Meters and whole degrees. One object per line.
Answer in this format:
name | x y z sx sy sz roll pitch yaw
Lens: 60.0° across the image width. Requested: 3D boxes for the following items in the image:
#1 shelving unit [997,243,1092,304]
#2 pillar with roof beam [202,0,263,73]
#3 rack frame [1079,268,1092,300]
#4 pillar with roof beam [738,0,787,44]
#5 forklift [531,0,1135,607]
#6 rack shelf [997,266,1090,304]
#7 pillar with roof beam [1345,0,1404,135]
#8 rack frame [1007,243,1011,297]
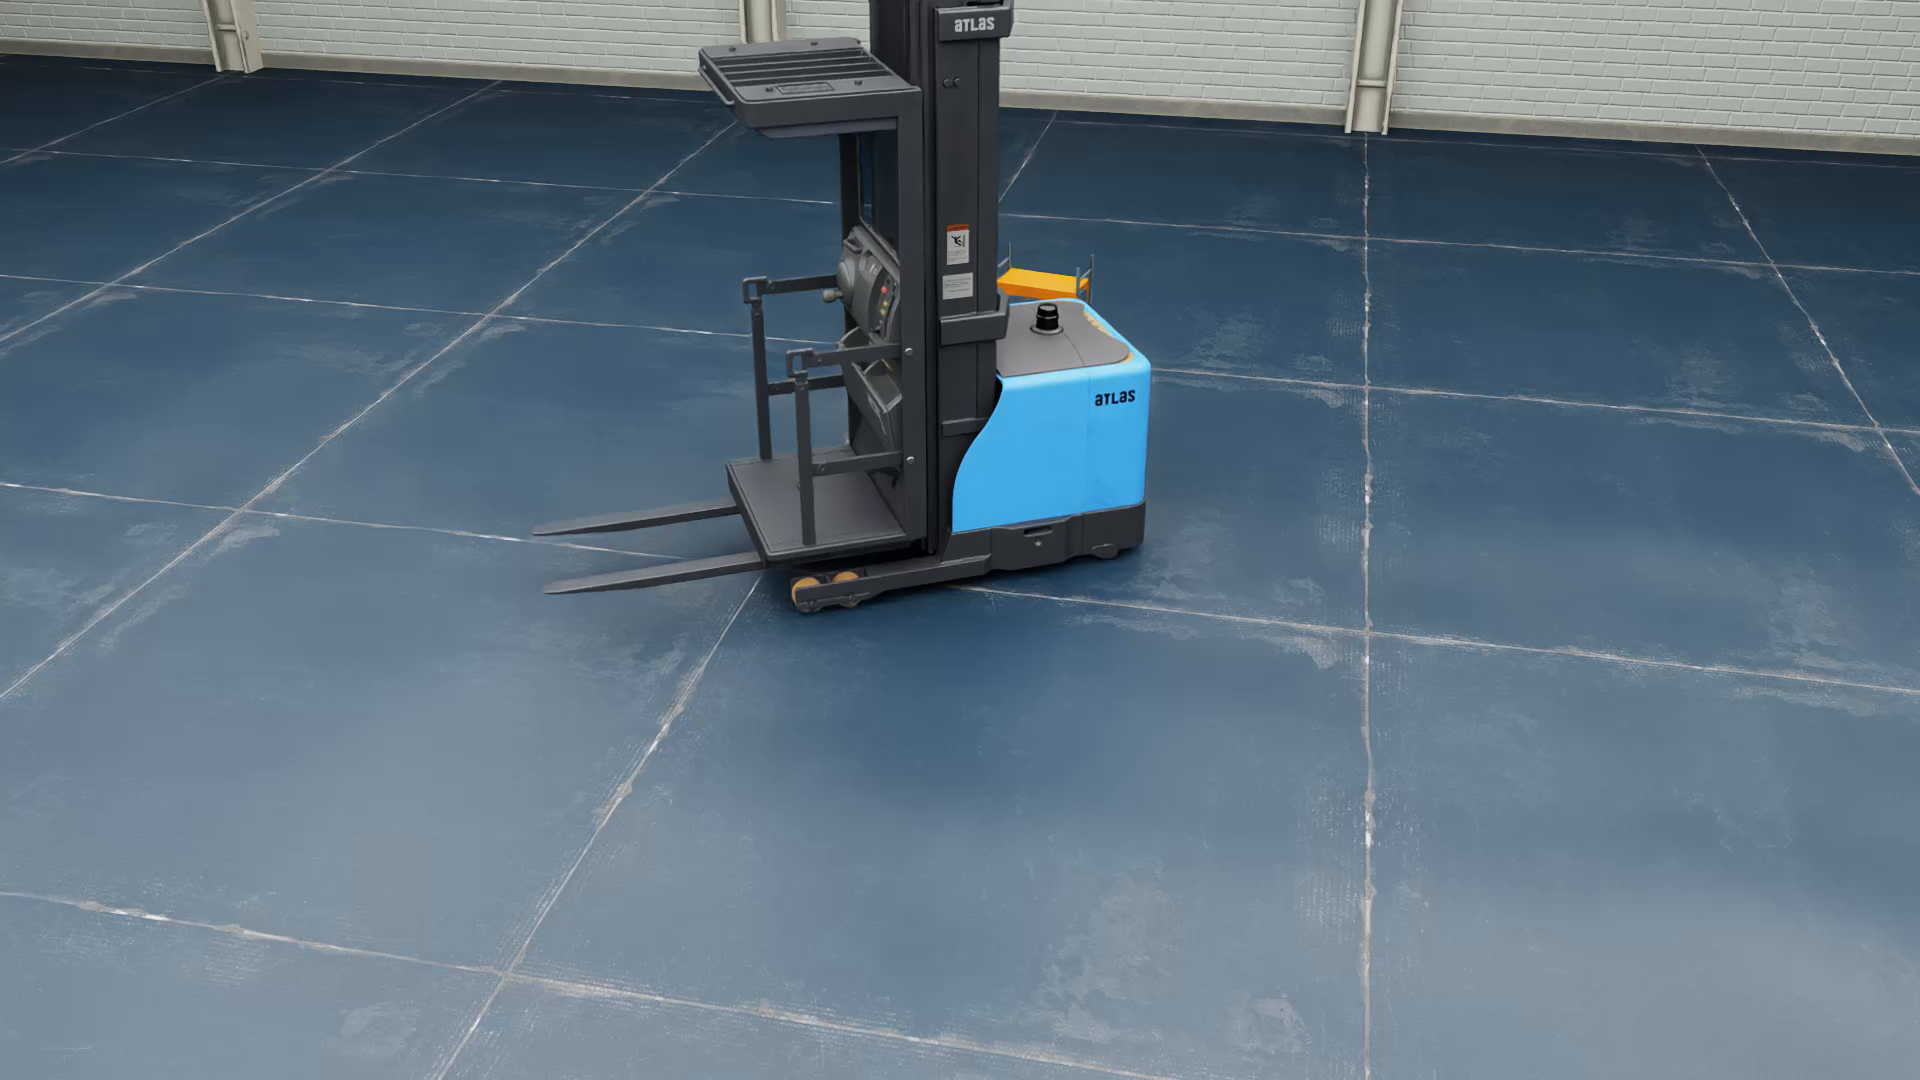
shelving unit | 0.452 -1.031 9.384 0.499 1.200 0.258 12 31 20
pillar with roof beam | -8.743 -7.065 12.283 0.400 9.000 9.100 6 29 11
rack frame | 0.679 -0.985 9.300 0.006 1.046 0.228 12 31 20
pillar with roof beam | -2.875 -6.463 11.184 0.400 9.000 9.100 6 29 11
forklift | -0.623 -1.218 7.922 3.031 2.935 1.121 -9 30 -16
rack shelf | 0.454 -1.375 9.194 0.480 0.148 0.258 12 31 20
pillar with roof beam | 2.992 -5.861 10.085 0.400 9.000 9.100 6 29 11
rack frame | 0.230 -1.077 9.467 0.015 1.200 0.240 12 31 20
